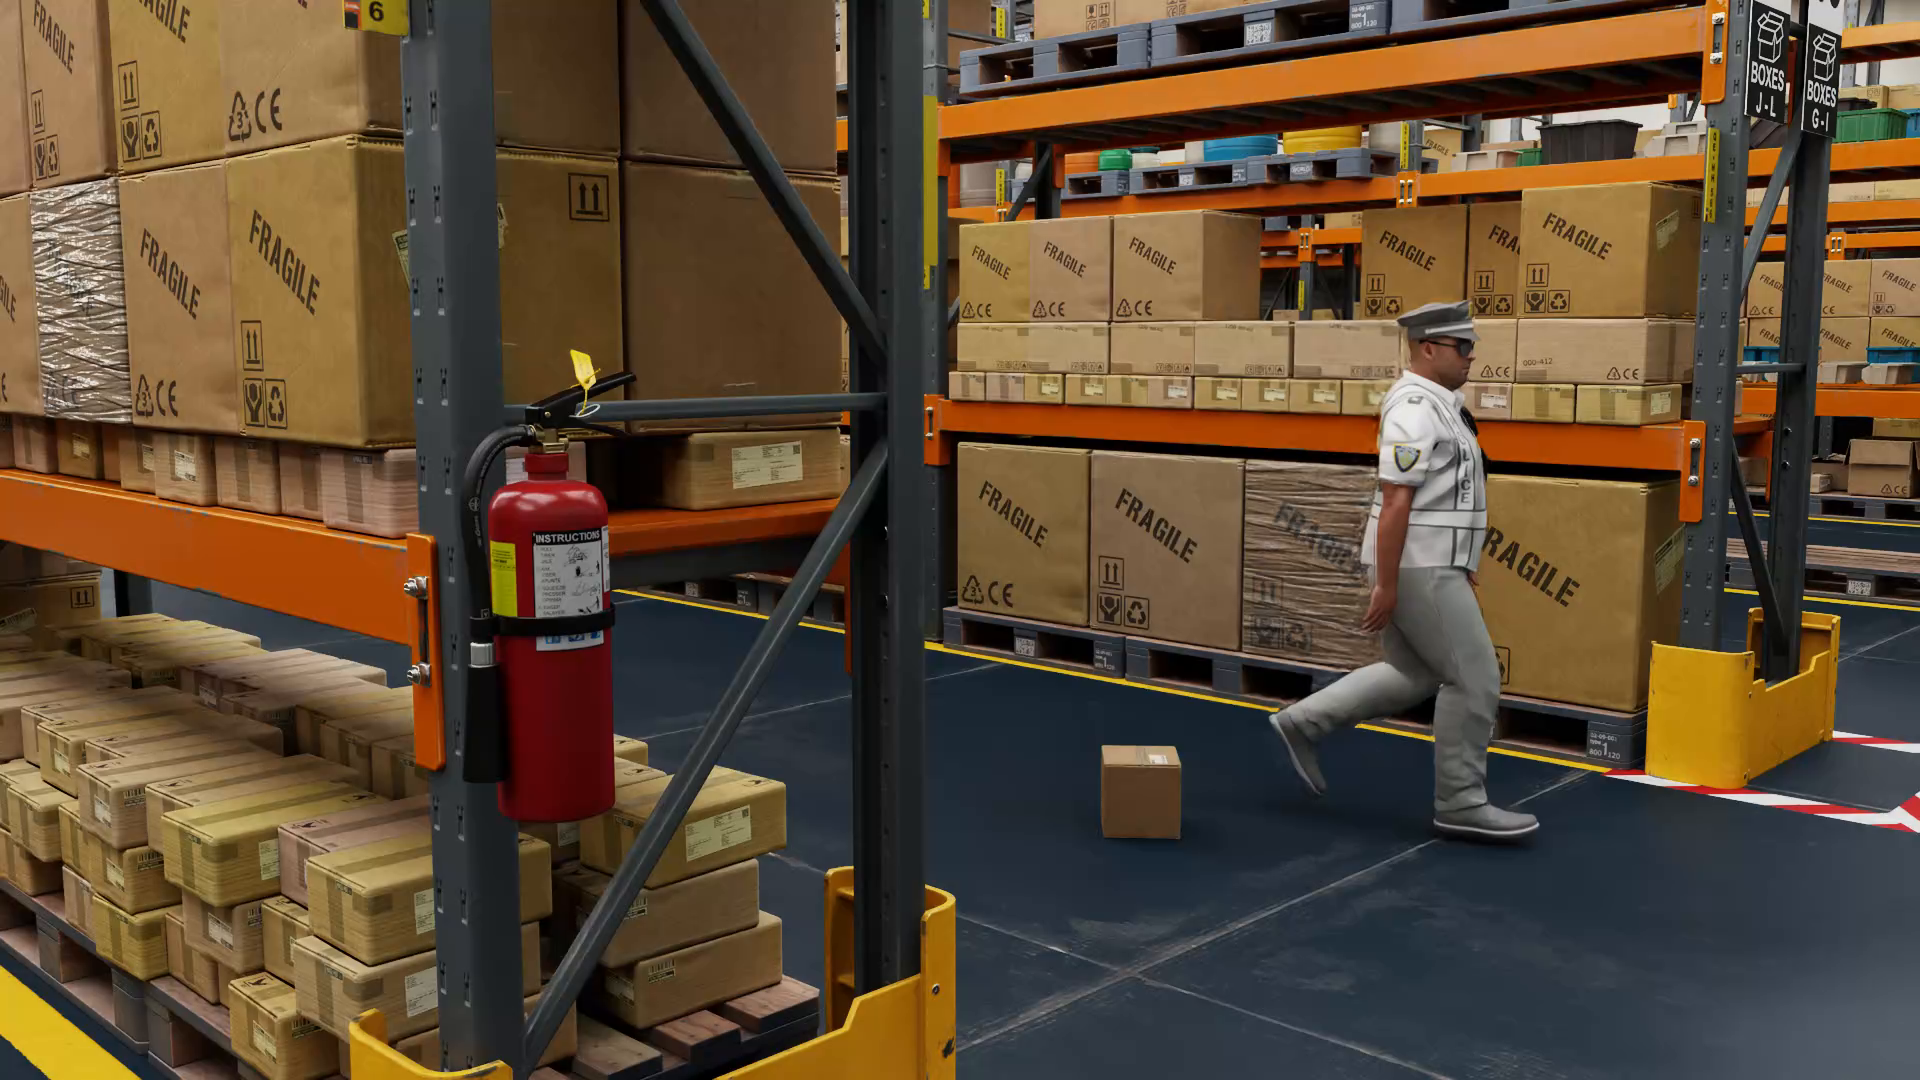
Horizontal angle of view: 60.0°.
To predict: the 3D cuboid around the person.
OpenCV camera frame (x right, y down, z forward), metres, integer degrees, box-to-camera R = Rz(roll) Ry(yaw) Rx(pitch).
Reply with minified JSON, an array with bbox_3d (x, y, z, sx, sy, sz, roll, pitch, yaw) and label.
[{"bbox_3d":[1.463,0.077,5.462,0.889,1.717,0.538,2,7,16],"label":"person"}]
